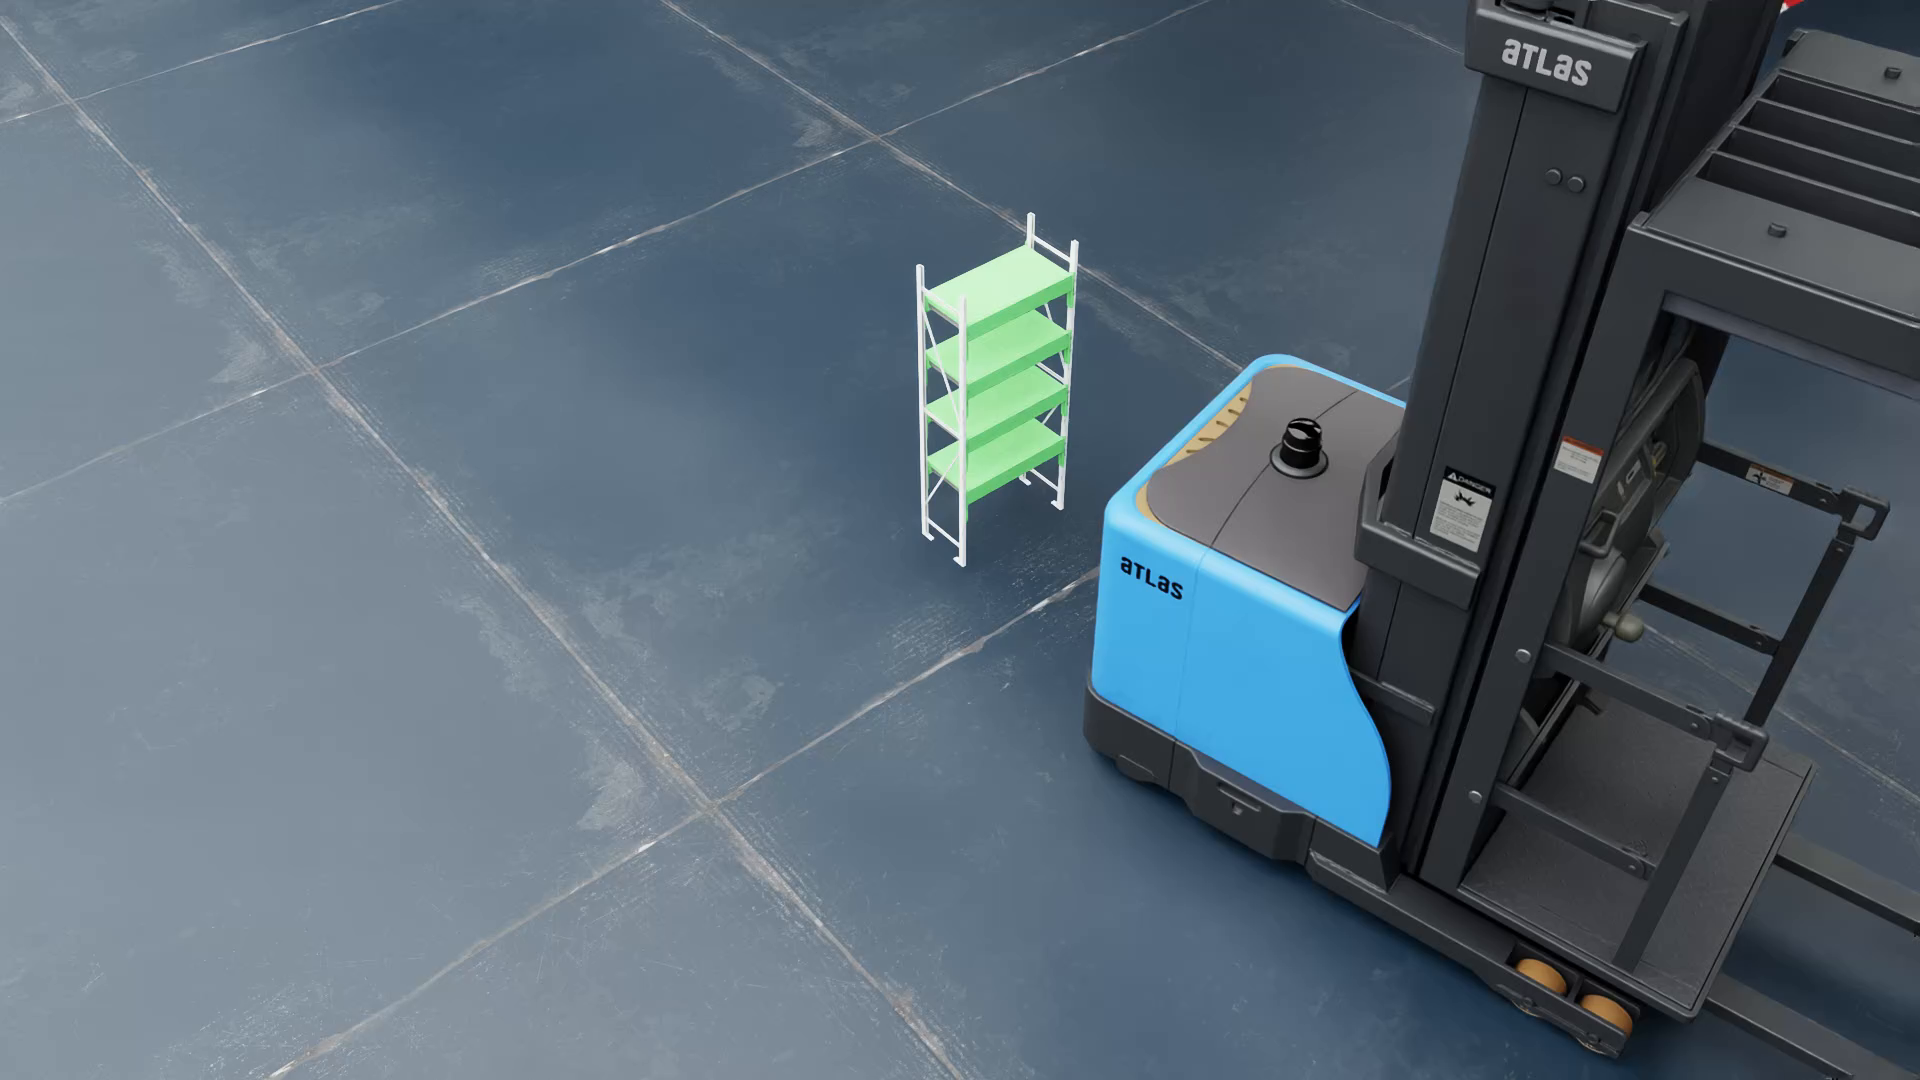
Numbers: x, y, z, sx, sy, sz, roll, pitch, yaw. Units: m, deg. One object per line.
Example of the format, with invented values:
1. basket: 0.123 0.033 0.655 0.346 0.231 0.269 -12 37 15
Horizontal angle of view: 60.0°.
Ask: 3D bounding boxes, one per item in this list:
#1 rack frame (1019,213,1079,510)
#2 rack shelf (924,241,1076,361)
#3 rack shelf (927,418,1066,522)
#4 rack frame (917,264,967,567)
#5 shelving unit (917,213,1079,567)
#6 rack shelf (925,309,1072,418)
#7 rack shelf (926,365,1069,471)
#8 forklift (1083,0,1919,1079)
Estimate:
1. rack frame: 0.314 -0.617 6.031 0.015 1.200 0.240 -30 51 -28
2. rack shelf: 0.127 -0.813 5.632 0.480 0.148 0.258 -30 51 -28
3. rack shelf: 0.127 -0.289 6.125 0.480 0.148 0.258 -30 51 -28
4. rack frame: -0.060 -0.403 5.803 0.015 1.200 0.240 -30 51 -28
5. shelving unit: 0.127 -0.510 5.917 0.503 1.200 0.258 -30 51 -28
6. rack shelf: 0.127 -0.638 5.796 0.480 0.148 0.258 -30 51 -28
7. rack shelf: 0.127 -0.463 5.960 0.480 0.148 0.258 -30 51 -28
8. forklift: 1.884 -0.035 4.147 3.031 2.935 1.130 27 50 26
